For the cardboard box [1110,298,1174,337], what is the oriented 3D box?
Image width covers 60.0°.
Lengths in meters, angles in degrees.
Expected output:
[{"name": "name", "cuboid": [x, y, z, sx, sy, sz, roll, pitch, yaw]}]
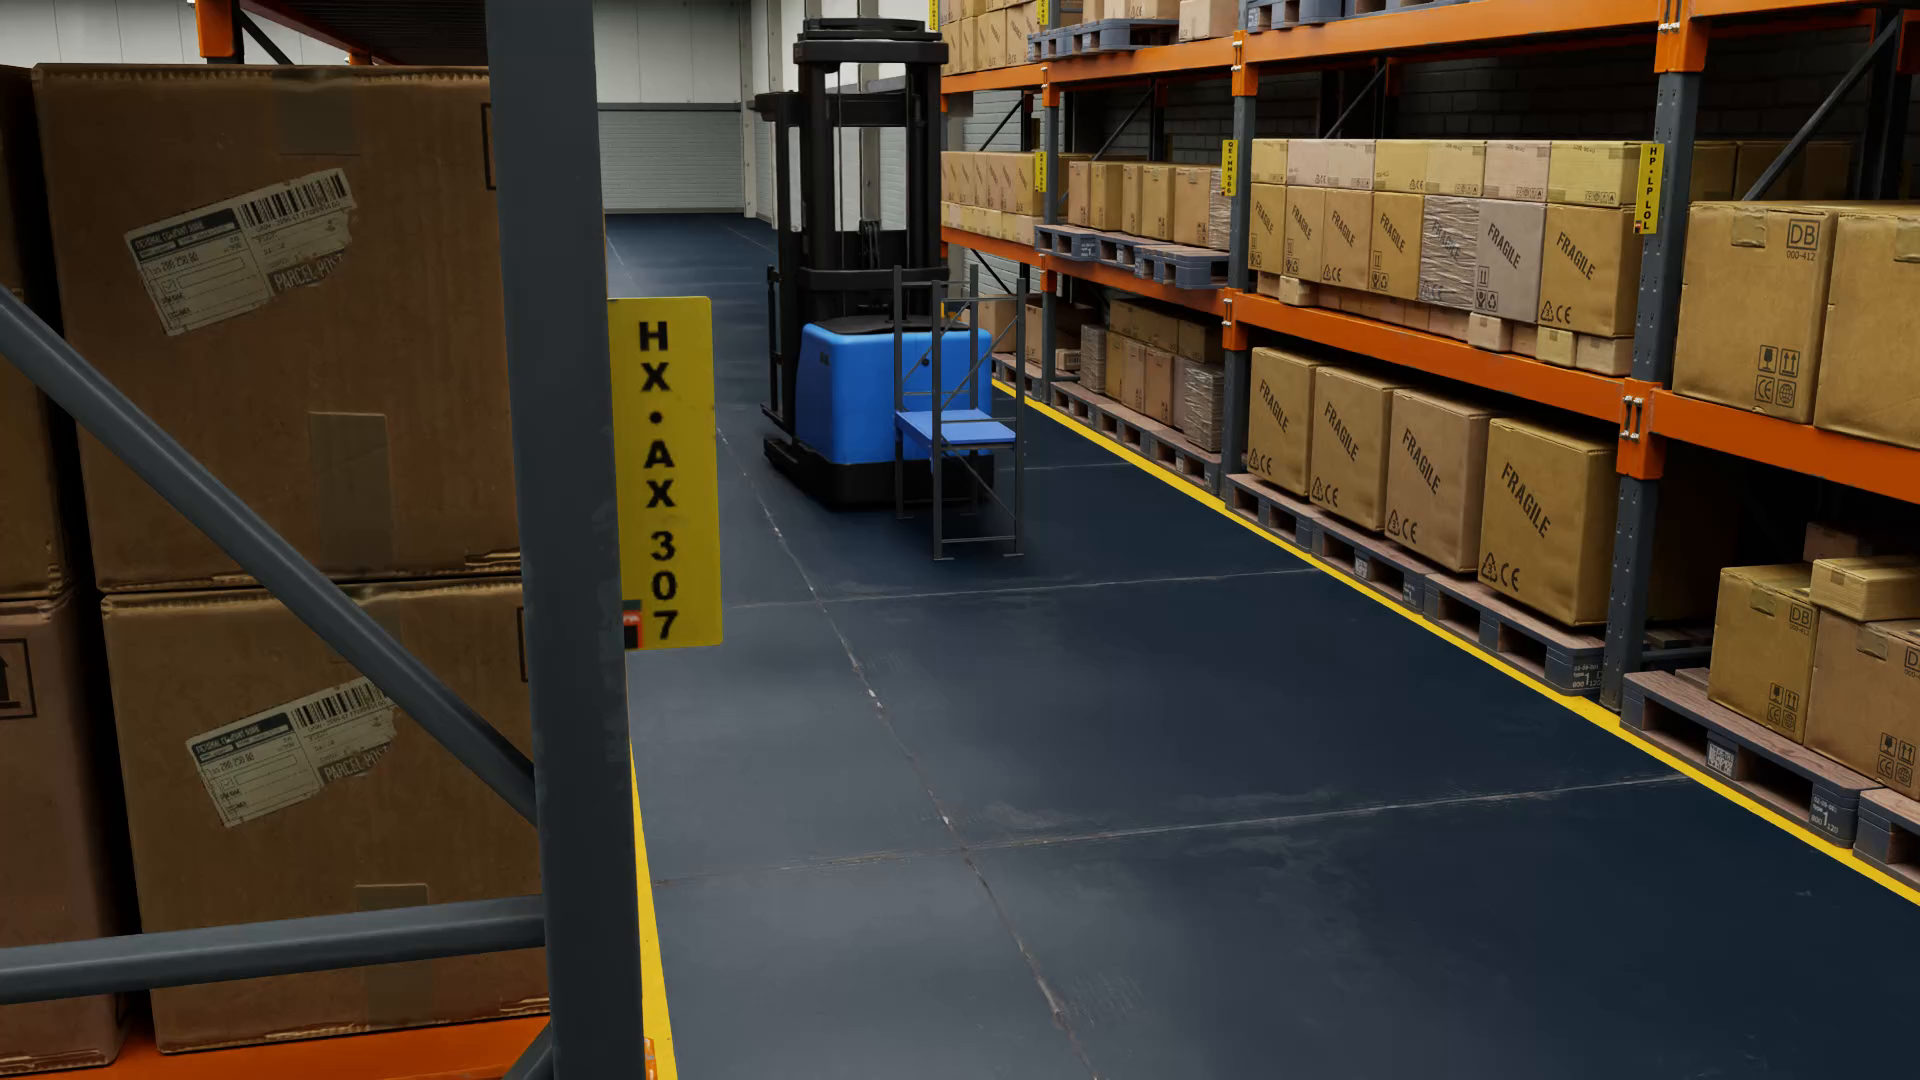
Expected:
[{"name": "cardboard box", "cuboid": [1.492, -1.745, 13.011, 0.500, 0.250, 0.500, -4, 14, -14]}]

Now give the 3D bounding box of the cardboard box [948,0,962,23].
[{"name": "cardboard box", "cuboid": [0.180, -5.355, 16.345, 0.500, 0.500, 0.500, -3, 14, -14]}]

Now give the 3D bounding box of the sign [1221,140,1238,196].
[{"name": "sign", "cuboid": [1.611, -2.221, 9.924, 0.100, 0.325, 0.005, -3, 14, -13]}]

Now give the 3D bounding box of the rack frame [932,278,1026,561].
[{"name": "rack frame", "cuboid": [0.099, -0.631, 8.850, 0.500, 1.500, 0.032, -3, 14, -13]}]

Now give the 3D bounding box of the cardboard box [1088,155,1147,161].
[{"name": "cardboard box", "cuboid": [1.289, -3.073, 14.379, 0.500, 0.500, 0.500, -4, 14, -14]}]

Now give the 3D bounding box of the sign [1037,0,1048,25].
[{"name": "sign", "cuboid": [0.671, -4.328, 13.413, 0.100, 0.325, 0.005, -3, 14, -13]}]

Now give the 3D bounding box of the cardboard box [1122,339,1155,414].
[{"name": "cardboard box", "cuboid": [1.636, -1.246, 12.547, 0.700, 0.500, 0.500, -3, 14, -13]}]

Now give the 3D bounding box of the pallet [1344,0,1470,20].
[{"name": "pallet", "cuboid": [2.604, -2.691, 8.200, 1.003, 0.211, 1.213, -3, 14, -11]}]

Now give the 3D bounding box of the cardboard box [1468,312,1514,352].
[{"name": "cardboard box", "cuboid": [2.502, -0.933, 7.413, 0.380, 0.149, 0.250, -3, 14, -13]}]

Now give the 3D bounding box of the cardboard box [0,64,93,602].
[{"name": "cardboard box", "cuboid": [-1.171, -0.228, 1.724, 0.500, 0.500, 0.500, -3, 14, -14]}]

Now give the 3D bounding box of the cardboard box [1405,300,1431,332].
[{"name": "cardboard box", "cuboid": [2.414, -1.114, 8.152, 0.380, 0.149, 0.250, -3, 14, -11]}]

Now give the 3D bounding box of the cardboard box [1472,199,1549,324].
[{"name": "cardboard box", "cuboid": [2.592, -1.219, 7.216, 0.500, 0.500, 0.500, -3, 14, -13]}]

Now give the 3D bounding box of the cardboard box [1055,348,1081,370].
[{"name": "cardboard box", "cuboid": [1.042, -1.611, 14.744, 0.380, 0.166, 0.250, -5, 15, -21]}]

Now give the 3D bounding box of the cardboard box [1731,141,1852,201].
[{"name": "cardboard box", "cuboid": [3.220, -1.494, 6.763, 0.500, 0.250, 0.500, -3, 14, -11]}]

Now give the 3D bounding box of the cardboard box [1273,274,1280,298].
[{"name": "cardboard box", "cuboid": [2.039, -1.469, 9.608, 0.380, 0.149, 0.250, -3, 14, -12]}]

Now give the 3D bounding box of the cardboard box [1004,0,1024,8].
[{"name": "cardboard box", "cuboid": [0.676, -4.880, 14.402, 0.500, 0.500, 0.500, -3, 14, -10]}]

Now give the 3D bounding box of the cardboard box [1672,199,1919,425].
[{"name": "cardboard box", "cuboid": [3.187, -0.826, 5.856, 0.980, 0.700, 0.700, -3, 14, -12]}]

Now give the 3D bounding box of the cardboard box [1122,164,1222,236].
[{"name": "cardboard box", "cuboid": [1.592, -2.515, 12.265, 0.700, 0.500, 0.500, -1, 14, -5]}]

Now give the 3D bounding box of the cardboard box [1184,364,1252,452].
[{"name": "cardboard box", "cuboid": [1.916, -0.892, 11.097, 0.700, 0.500, 0.500, -3, 14, -12]}]

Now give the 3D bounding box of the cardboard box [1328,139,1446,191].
[{"name": "cardboard box", "cuboid": [2.240, -1.938, 8.580, 0.500, 0.250, 0.500, -3, 14, -13]}]

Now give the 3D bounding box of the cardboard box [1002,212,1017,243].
[{"name": "cardboard box", "cuboid": [0.682, -2.797, 14.827, 0.500, 0.250, 0.500, -3, 14, -13]}]

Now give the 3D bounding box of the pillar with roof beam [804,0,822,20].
[{"name": "pillar with roof beam", "cuboid": [-7.150, -10.288, 32.577, 9.100, 9.000, 0.400, -3, 14, -13]}]

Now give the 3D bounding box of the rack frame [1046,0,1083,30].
[{"name": "rack frame", "cuboid": [1.196, -5.566, 13.249, 1.000, 3.000, 0.127, -3, 14, -13]}]

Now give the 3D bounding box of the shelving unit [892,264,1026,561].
[{"name": "shelving unit", "cuboid": [-0.020, -0.748, 9.330, 0.538, 1.500, 1.048, -3, 14, -13]}]

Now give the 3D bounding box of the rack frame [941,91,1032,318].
[{"name": "rack frame", "cuboid": [0.257, -3.575, 17.738, 1.000, 3.000, 0.127, -3, 14, -13]}]

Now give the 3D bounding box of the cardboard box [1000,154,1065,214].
[{"name": "cardboard box", "cuboid": [0.662, -3.160, 14.734, 0.500, 0.500, 0.500, -3, 14, -14]}]

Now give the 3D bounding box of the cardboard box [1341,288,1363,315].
[{"name": "cardboard box", "cuboid": [2.267, -1.293, 8.885, 0.380, 0.149, 0.250, -3, 14, -12]}]

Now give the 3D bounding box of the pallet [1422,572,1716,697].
[{"name": "pallet", "cuboid": [2.821, 0.374, 7.450, 1.003, 0.211, 1.213, -3, 14, -13]}]

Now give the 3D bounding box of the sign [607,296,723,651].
[{"name": "sign", "cuboid": [-0.272, -0.057, 1.518, 0.100, 0.325, 0.005, -3, 14, -13]}]

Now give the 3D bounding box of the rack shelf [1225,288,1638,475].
[{"name": "rack shelf", "cuboid": [2.606, -0.918, 8.381, 1.077, 0.370, 4.000, -3, 14, -13]}]

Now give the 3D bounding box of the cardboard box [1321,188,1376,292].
[{"name": "cardboard box", "cuboid": [2.231, -1.570, 8.652, 0.500, 0.500, 0.500, -3, 14, -13]}]

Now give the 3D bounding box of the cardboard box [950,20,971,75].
[{"name": "cardboard box", "cuboid": [0.184, -4.873, 16.480, 0.500, 0.500, 0.500, -2, 14, -9]}]

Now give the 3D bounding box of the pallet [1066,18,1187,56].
[{"name": "pallet", "cuboid": [1.484, -3.630, 12.042, 1.213, 0.211, 1.003, -3, 14, -13]}]

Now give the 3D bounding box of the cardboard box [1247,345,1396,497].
[{"name": "cardboard box", "cuboid": [2.181, -0.712, 9.665, 0.750, 0.750, 0.750, -3, 14, -14]}]

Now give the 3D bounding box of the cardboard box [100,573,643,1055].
[{"name": "cardboard box", "cuboid": [-0.647, 0.228, 1.964, 0.500, 0.500, 0.500, -3, 14, -12]}]

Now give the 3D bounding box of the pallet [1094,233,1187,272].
[{"name": "pallet", "cuboid": [1.631, -2.090, 12.067, 1.003, 0.211, 1.213, -3, 14, -13]}]

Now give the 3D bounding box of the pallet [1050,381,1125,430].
[{"name": "pallet", "cuboid": [1.381, -1.118, 13.558, 1.003, 0.211, 1.213, -3, 14, -13]}]

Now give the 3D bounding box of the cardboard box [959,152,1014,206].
[{"name": "cardboard box", "cuboid": [0.299, -3.515, 16.187, 0.500, 0.500, 0.500, -4, 14, -15]}]

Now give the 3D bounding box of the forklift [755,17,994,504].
[{"name": "forklift", "cuboid": [-0.737, -1.949, 11.227, 1.130, 2.935, 3.031, -5, 14, -18]}]

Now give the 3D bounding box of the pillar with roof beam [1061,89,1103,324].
[{"name": "pillar with roof beam", "cuboid": [-2.922, -6.136, 15.581, 9.100, 9.000, 0.400, -3, 14, -13]}]

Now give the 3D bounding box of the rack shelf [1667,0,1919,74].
[{"name": "rack shelf", "cuboid": [3.545, -1.453, 4.248, 1.077, 0.370, 4.000, -3, 14, -13]}]

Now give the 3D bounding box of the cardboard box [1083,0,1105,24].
[{"name": "cardboard box", "cuboid": [1.247, -4.231, 13.009, 0.500, 0.500, 0.500, -1, 14, -5]}]

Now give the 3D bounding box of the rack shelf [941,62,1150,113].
[{"name": "rack shelf", "cuboid": [0.727, -4.221, 15.579, 1.077, 0.370, 4.000, -3, 14, -13]}]

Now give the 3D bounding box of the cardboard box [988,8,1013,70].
[{"name": "cardboard box", "cuboid": [0.564, -4.513, 15.007, 0.500, 0.500, 0.500, -4, 14, -15]}]

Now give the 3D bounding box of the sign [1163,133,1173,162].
[{"name": "sign", "cuboid": [1.735, -3.246, 13.954, 0.100, 0.325, 0.005, -3, 14, -13]}]

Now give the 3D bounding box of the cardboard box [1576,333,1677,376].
[{"name": "cardboard box", "cuboid": [2.721, -0.756, 6.689, 0.380, 0.149, 0.250, -3, 14, -13]}]

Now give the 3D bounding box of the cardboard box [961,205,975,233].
[{"name": "cardboard box", "cuboid": [0.313, -3.144, 16.251, 0.500, 0.250, 0.500, -4, 14, -14]}]

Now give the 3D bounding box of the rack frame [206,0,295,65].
[{"name": "rack frame", "cuboid": [-1.739, -0.529, 5.274, 1.000, 3.000, 0.127, -3, 14, -13]}]

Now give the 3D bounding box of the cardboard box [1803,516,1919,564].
[{"name": "cardboard box", "cuboid": [3.310, 0.023, 6.030, 0.380, 0.149, 0.250, -3, 14, -14]}]

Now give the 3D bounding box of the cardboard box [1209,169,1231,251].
[{"name": "cardboard box", "cuboid": [2.016, -2.099, 10.562, 0.700, 0.500, 0.500, -5, 15, -20]}]

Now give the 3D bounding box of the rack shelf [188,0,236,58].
[{"name": "rack shelf", "cuboid": [-1.269, -1.176, 3.115, 1.077, 0.370, 4.000, -3, 14, -13]}]

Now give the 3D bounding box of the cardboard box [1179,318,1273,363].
[{"name": "cardboard box", "cuboid": [1.843, -1.391, 11.560, 0.500, 0.250, 0.500, -3, 14, -12]}]

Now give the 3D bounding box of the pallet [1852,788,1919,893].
[{"name": "pallet", "cuboid": [3.468, 1.010, 4.848, 1.003, 0.211, 1.213, -3, 14, -13]}]

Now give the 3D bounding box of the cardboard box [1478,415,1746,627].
[{"name": "cardboard box", "cuboid": [2.796, -0.109, 7.197, 0.750, 0.750, 0.750, -3, 14, -13]}]
